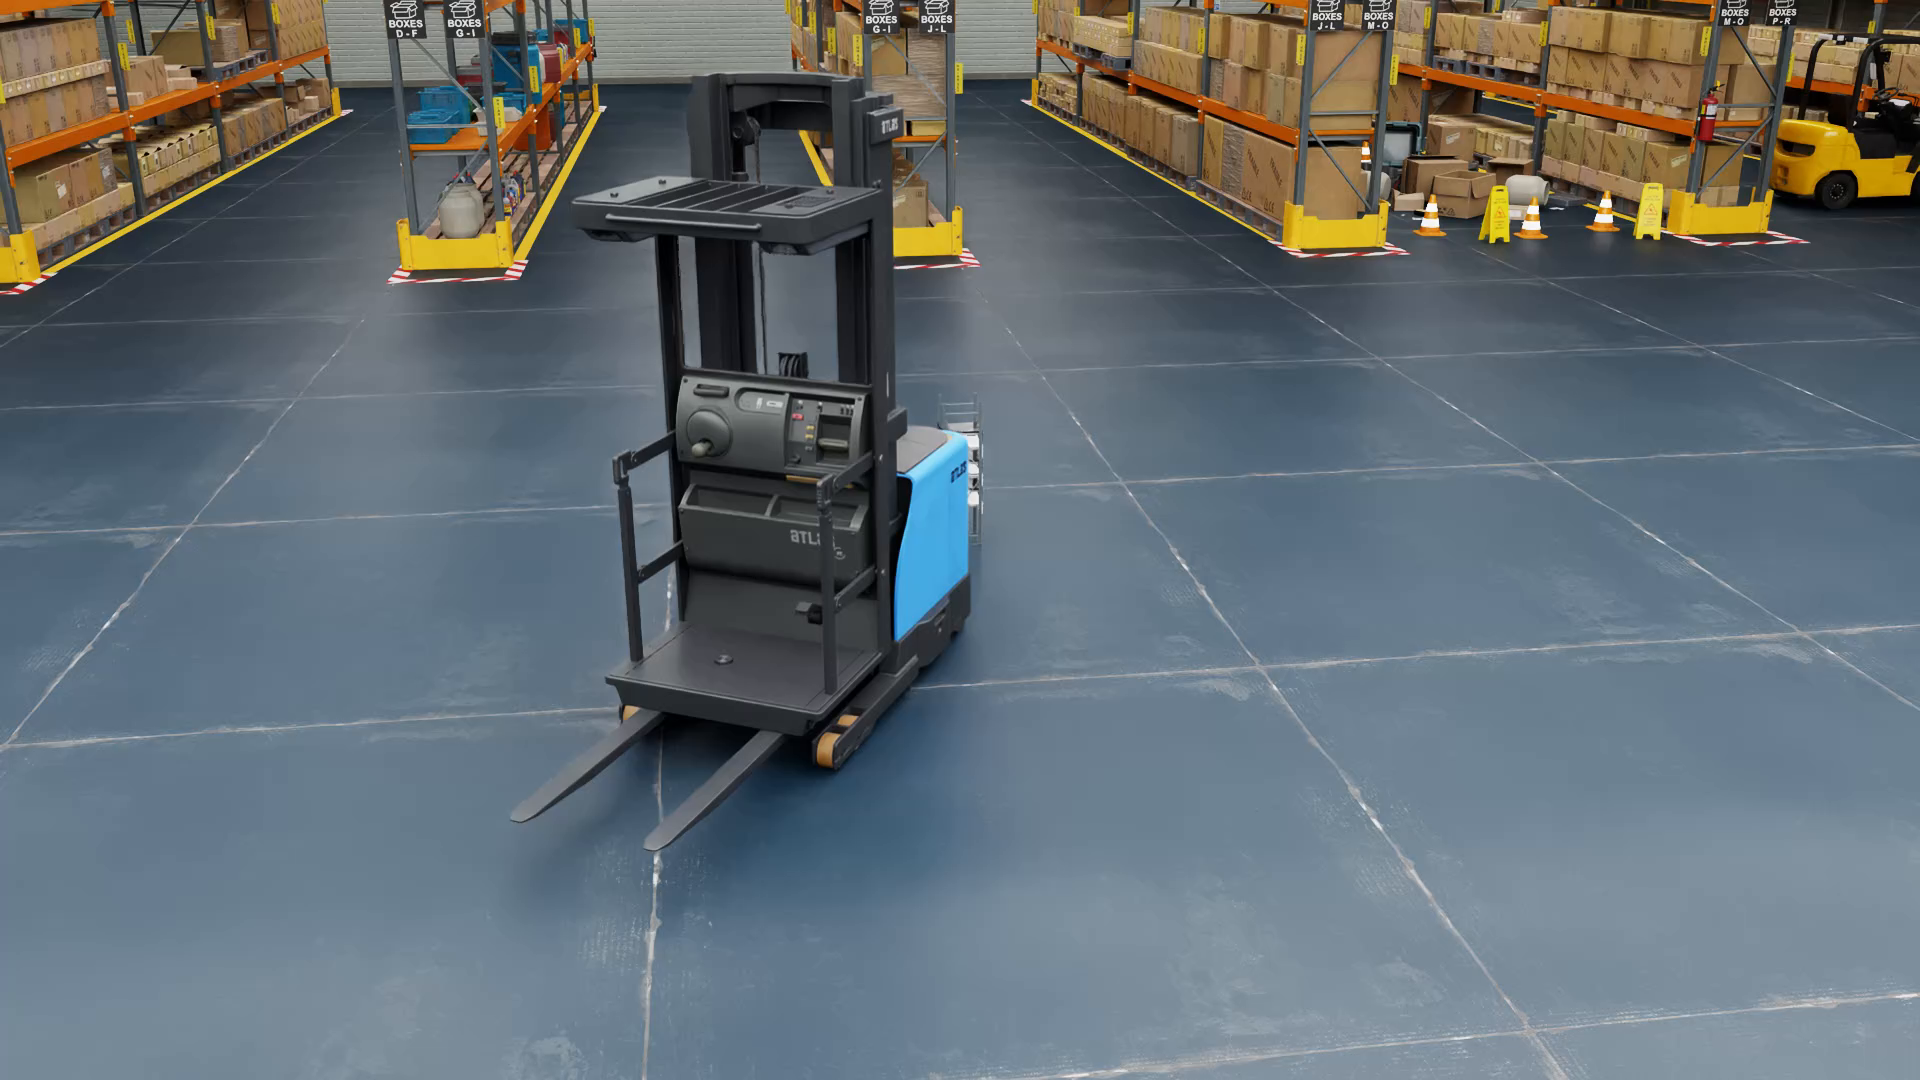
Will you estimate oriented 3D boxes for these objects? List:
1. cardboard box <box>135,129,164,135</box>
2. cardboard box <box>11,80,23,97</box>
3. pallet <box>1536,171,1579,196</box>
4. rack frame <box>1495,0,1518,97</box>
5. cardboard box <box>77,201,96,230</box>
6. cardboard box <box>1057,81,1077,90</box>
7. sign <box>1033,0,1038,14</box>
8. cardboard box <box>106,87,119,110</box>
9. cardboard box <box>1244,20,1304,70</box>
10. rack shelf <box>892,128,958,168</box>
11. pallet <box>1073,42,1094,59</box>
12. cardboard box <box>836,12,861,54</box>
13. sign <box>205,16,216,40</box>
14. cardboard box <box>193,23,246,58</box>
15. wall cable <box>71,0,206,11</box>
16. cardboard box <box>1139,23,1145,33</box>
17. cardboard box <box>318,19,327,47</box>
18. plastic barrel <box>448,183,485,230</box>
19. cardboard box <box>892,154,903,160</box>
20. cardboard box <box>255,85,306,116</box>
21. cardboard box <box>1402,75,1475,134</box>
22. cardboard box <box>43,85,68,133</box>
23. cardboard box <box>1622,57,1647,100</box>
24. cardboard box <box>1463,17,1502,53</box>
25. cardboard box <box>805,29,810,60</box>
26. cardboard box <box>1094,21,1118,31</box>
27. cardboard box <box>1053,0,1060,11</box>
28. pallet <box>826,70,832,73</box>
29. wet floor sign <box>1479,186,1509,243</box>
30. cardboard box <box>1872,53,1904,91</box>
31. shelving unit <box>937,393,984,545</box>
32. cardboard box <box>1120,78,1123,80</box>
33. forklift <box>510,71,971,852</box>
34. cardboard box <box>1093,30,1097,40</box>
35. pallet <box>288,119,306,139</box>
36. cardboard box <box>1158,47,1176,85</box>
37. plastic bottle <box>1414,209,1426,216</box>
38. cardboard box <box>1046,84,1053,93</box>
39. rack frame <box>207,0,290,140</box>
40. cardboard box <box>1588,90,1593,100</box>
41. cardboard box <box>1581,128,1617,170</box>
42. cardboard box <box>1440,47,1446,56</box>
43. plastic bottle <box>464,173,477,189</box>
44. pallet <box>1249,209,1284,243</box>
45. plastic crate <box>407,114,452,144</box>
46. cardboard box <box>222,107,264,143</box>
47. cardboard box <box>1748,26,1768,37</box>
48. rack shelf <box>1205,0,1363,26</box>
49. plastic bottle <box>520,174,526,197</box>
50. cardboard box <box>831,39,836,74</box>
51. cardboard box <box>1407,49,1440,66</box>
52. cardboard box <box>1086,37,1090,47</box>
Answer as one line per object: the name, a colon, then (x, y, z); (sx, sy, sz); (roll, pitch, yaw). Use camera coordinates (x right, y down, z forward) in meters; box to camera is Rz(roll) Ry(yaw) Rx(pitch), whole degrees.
cardboard box: (-11.645, -5.713, 23.755); (0.500, 0.311, 0.500); (-3, 21, -9)
cardboard box: (-10.279, -4.825, 17.778); (0.380, 0.149, 0.250); (-3, 21, -8)
pallet: (8.805, -4.996, 23.291); (1.003, 0.211, 1.213); (-3, 21, -8)
rack frame: (11.854, -10.939, 35.218); (1.000, 3.000, 0.127); (-3, 21, -8)
cardboard box: (-10.432, -3.775, 19.365); (0.500, 0.250, 0.500); (-3, 21, -8)
cardboard box: (2.066, -8.716, 31.889); (0.380, 0.149, 0.250); (-4, 21, -10)
sign: (1.522, -10.781, 33.558); (0.100, 0.325, 0.005); (-3, 21, -8)
cardboard box: (-11.051, -5.633, 21.225); (0.500, 0.250, 0.500); (-2, 21, -4)
cardboard box: (4.029, -6.133, 20.593); (0.875, 0.550, 0.500); (-3, 21, -8)
rack shelf: (-0.845, -5.004, 20.354); (1.077, 0.370, 4.000); (-3, 21, -8)
pallet: (2.602, -8.656, 29.380); (1.003, 0.211, 1.213); (-3, 21, -8)
cardboard box: (-1.320, -6.519, 21.386); (0.500, 0.500, 0.500); (-3, 21, -8)
sign: (-10.965, -7.491, 24.331); (0.100, 0.325, 0.005); (-3, 21, -8)
cardboard box: (-11.775, -7.940, 26.444); (0.700, 0.500, 0.500); (-8, 22, -21)
wall cable: (-18.030, -12.770, 35.985); (3.097, 2.526, 0.112); (-3, 21, -8)
cardboard box: (3.187, -8.524, 27.660); (0.380, 0.149, 0.250); (-2, 21, -5)
cardboard box: (-12.333, -9.595, 31.476); (0.500, 0.500, 0.500); (-2, 21, -6)
plastic barrel: (-5.701, -3.827, 19.132); (0.421, 0.512, 0.421); (0, 20, 0)
cardboard box: (-1.026, -4.720, 21.540); (0.500, 0.500, 0.500); (4, 21, 9)
cardboard box: (-12.366, -7.991, 30.265); (0.797, 0.503, 0.637); (-3, 21, -8)
cardboard box: (8.079, -7.363, 28.078); (0.875, 0.875, 0.875); (-3, 21, -8)
cardboard box: (-10.641, -4.895, 18.892); (0.700, 0.500, 0.500); (-2, 21, -6)
cardboard box: (8.762, -5.855, 21.038); (0.500, 0.500, 0.500); (-3, 21, -8)
cardboard box: (8.097, -7.770, 25.564); (0.500, 0.500, 0.500); (-3, 21, -7)
cardboard box: (-2.395, -8.504, 28.555); (0.500, 0.500, 0.500); (-3, 21, -8)
cardboard box: (2.467, -8.675, 28.066); (0.380, 0.149, 0.250); (-2, 21, -6)
cardboard box: (2.070, -10.357, 31.662); (0.500, 0.500, 0.500); (-4, 21, -9)
pallet: (-1.384, -6.645, 23.994); (1.003, 0.211, 1.213); (-3, 21, -8)
wet floor sign: (6.329, -3.850, 19.603); (0.267, 0.644, 0.232); (-7, 21, -17)
cardboard box: (13.390, -6.665, 23.630); (0.500, 0.500, 0.500); (-3, 21, -9)
shelving unit: (-0.001, -0.424, 10.066); (0.258, 0.900, 0.210); (-3, 21, -8)
cardboard box: (3.054, -7.971, 29.172); (0.500, 0.250, 0.500); (-2, 21, -5)
forklift: (-0.941, -0.507, 7.386); (1.130, 2.935, 3.031); (8, 22, 19)
cardboard box: (2.465, -8.536, 28.116); (0.380, 0.149, 0.250); (-3, 21, -9)
pallet: (-12.188, -7.236, 29.289); (1.003, 0.211, 1.213); (-3, 21, -8)
cardboard box: (3.228, -6.988, 24.496); (0.500, 0.500, 0.500); (-3, 21, -8)
plastic bottle: (5.943, -4.216, 21.416); (0.133, 0.061, 0.283); (-11, 23, -26)
cardboard box: (1.917, -8.937, 32.906); (0.380, 0.149, 0.250); (-2, 21, -6)
rack frame: (-12.090, -8.305, 28.164); (1.000, 3.000, 0.127); (-3, 21, -8)
cardboard box: (8.628, -5.937, 22.183); (0.380, 0.149, 0.250); (-3, 21, -8)
cardboard box: (8.653, -5.211, 22.138); (0.500, 0.500, 0.500); (-2, 21, -5)
cardboard box: (7.959, -7.875, 26.773); (0.380, 0.149, 0.250); (-4, 21, -11)
plastic bottle: (-6.187, -4.455, 21.015); (0.144, 0.351, 0.185); (-3, 21, -8)
pallet: (4.173, -3.830, 20.169); (1.003, 0.211, 1.213); (-3, 21, -8)
plastic crate: (-5.827, -4.487, 18.155); (0.499, 0.251, 0.616); (-3, 21, -8)
cardboard box: (-11.525, -6.662, 26.710); (0.500, 0.500, 0.500); (-4, 21, -10)
cardboard box: (12.864, -8.215, 26.854); (0.380, 0.149, 0.250); (-2, 21, -6)
rack shelf: (4.077, -6.624, 20.405); (1.077, 0.370, 4.000); (-3, 21, -8)
plastic bottle: (-5.639, -4.567, 21.410); (0.061, 0.283, 0.133); (-2, 21, -5)
cardboard box: (-1.475, -6.874, 23.585); (0.797, 0.503, 0.637); (-1, 20, -2)
cardboard box: (7.766, -8.010, 27.588); (0.500, 0.250, 0.500); (-4, 21, -10)
cardboard box: (2.388, -8.580, 28.660); (0.380, 0.149, 0.250); (-4, 21, -10)
